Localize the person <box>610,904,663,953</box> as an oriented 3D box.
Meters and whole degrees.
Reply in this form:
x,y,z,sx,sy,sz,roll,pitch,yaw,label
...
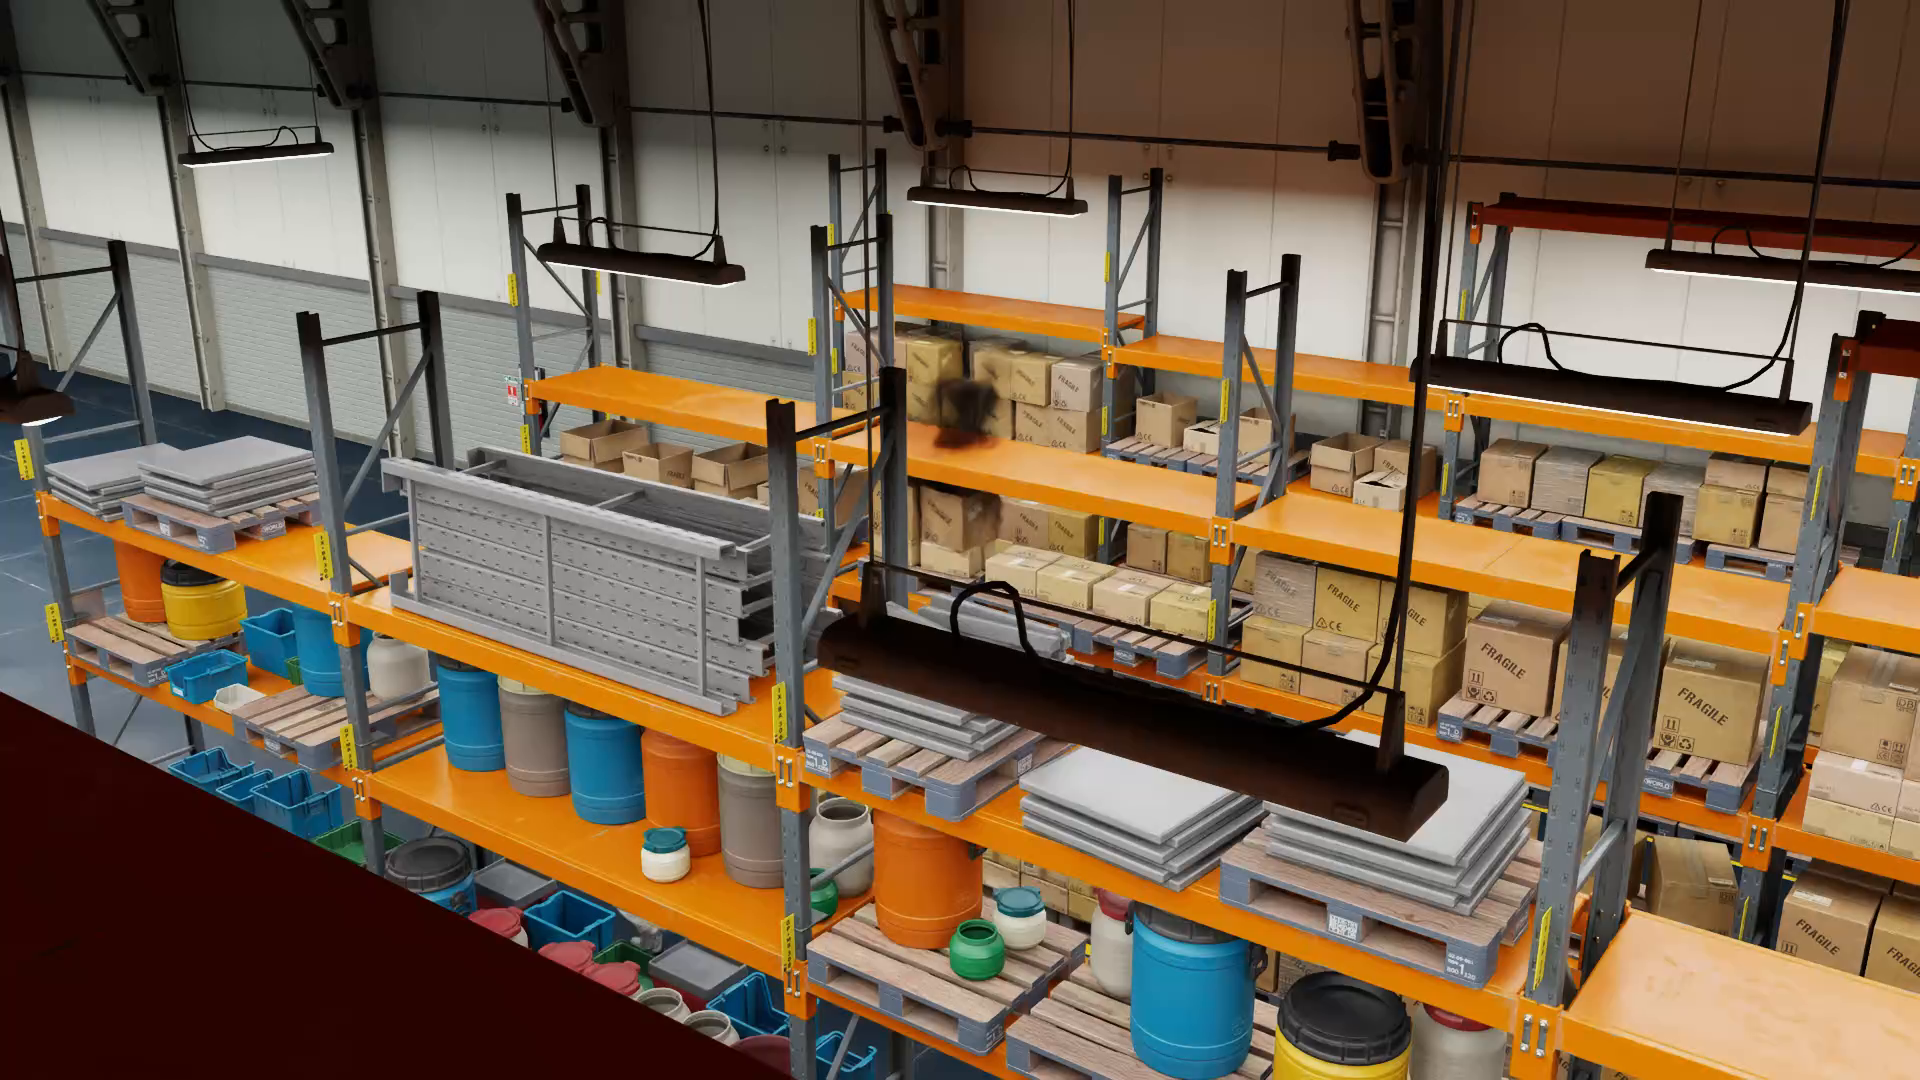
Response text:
x,y,z,sx,sy,sz,roll,pitch,yaw,label
-2.781,2.719,14.241,0.569,1.721,0.674,10,21,28,person
